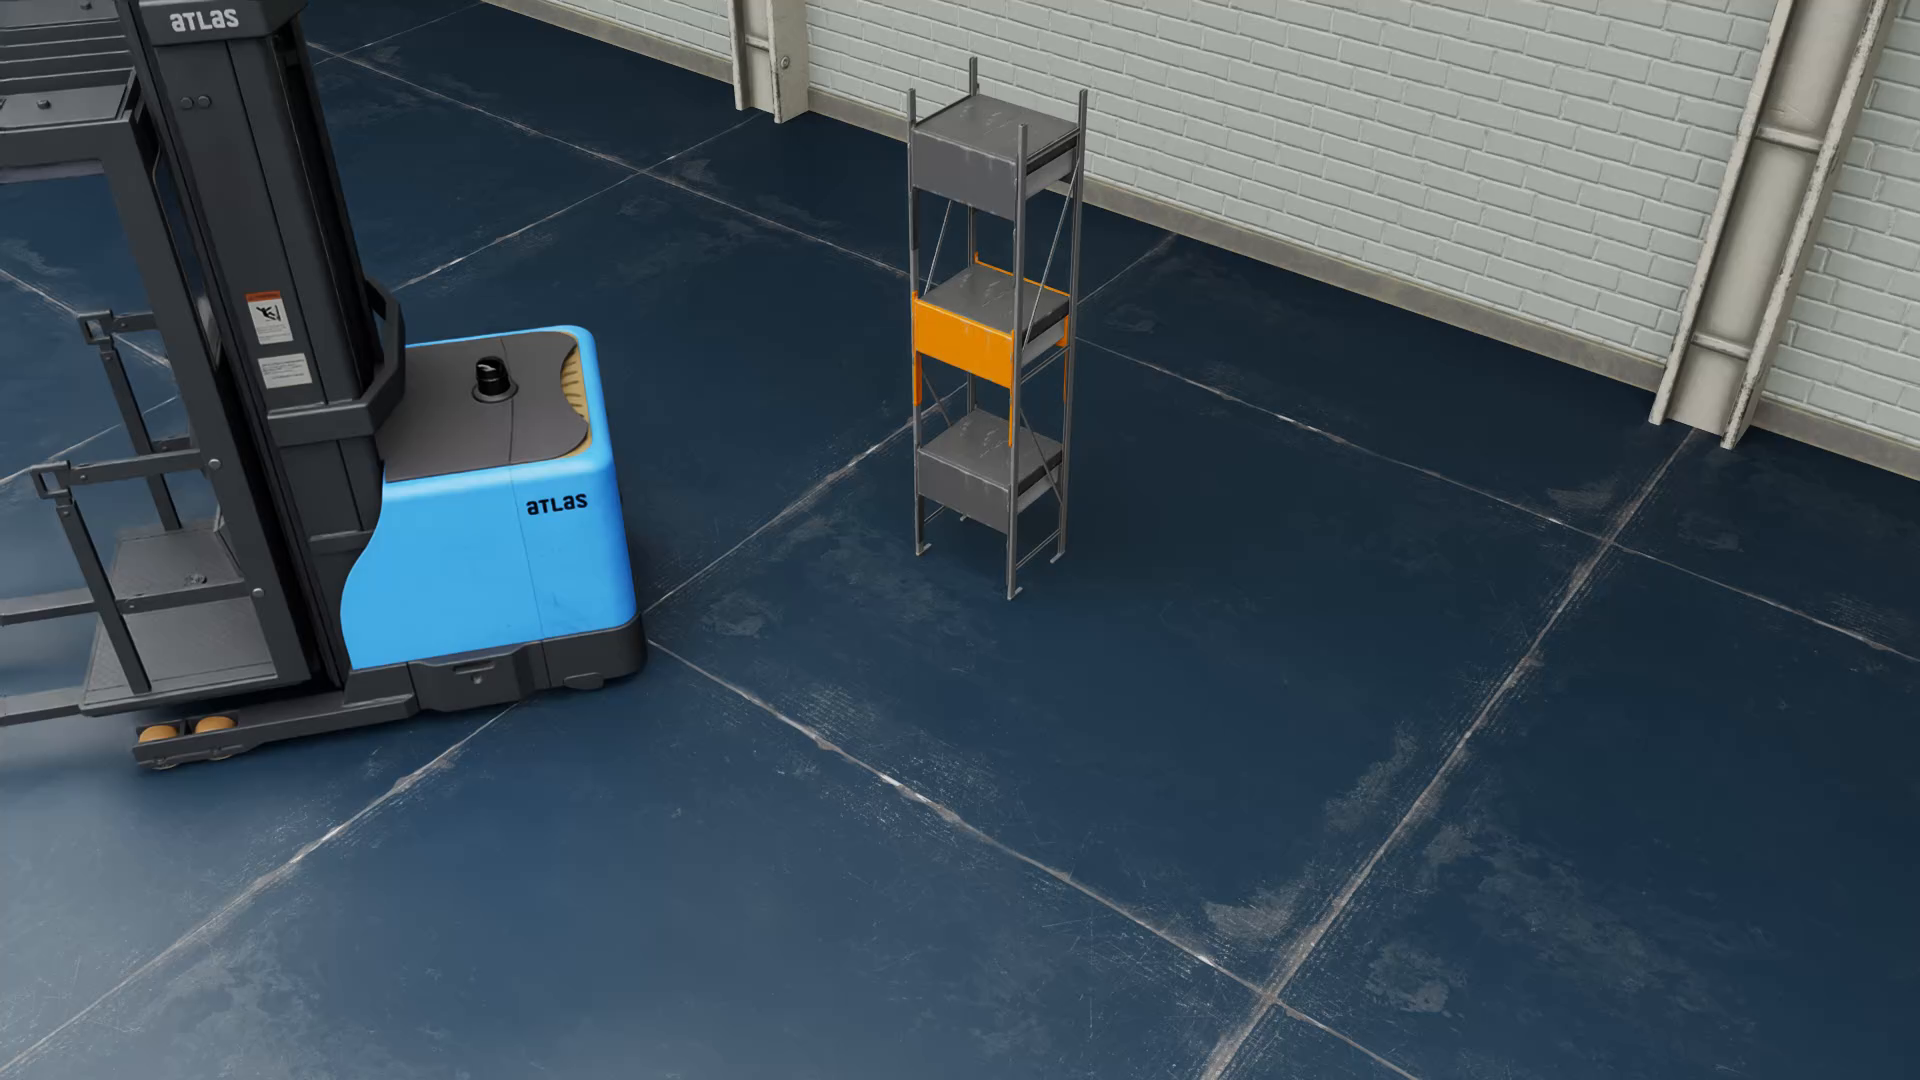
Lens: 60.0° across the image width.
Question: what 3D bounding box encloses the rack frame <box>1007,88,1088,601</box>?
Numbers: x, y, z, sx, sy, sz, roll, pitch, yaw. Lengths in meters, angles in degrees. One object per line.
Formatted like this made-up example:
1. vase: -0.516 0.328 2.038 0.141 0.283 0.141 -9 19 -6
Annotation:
1. rack frame: 0.325 -0.673 6.407 0.015 2.100 0.400 25 45 29

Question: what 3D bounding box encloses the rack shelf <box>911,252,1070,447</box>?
1. rack shelf: 0.131 -0.754 6.532 0.480 0.518 0.431 25 45 29

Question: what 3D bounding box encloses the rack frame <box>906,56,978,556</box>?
1. rack frame: -0.062 -0.856 6.640 0.015 2.100 0.400 25 45 29

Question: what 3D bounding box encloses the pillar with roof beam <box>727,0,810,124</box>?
1. pillar with roof beam: -3.831 -4.252 5.382 0.400 9.000 9.100 25 45 29

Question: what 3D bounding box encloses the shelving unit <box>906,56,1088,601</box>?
1. shelving unit: 0.131 -0.765 6.524 0.503 2.100 0.431 25 45 29

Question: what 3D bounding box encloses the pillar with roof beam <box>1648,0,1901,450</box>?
1. pillar with roof beam: 0.935 -2.005 2.512 0.400 9.000 9.100 25 45 29

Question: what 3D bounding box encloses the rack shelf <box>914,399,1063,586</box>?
1. rack shelf: 0.131 -0.203 6.963 0.480 0.518 0.431 25 45 29

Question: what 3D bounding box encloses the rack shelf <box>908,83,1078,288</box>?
1. rack shelf: 0.131 -1.305 6.100 0.480 0.518 0.431 25 45 29

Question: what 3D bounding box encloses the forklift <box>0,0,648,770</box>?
1. forklift: -2.804 -0.666 5.723 3.031 2.935 1.130 -9 39 -11
